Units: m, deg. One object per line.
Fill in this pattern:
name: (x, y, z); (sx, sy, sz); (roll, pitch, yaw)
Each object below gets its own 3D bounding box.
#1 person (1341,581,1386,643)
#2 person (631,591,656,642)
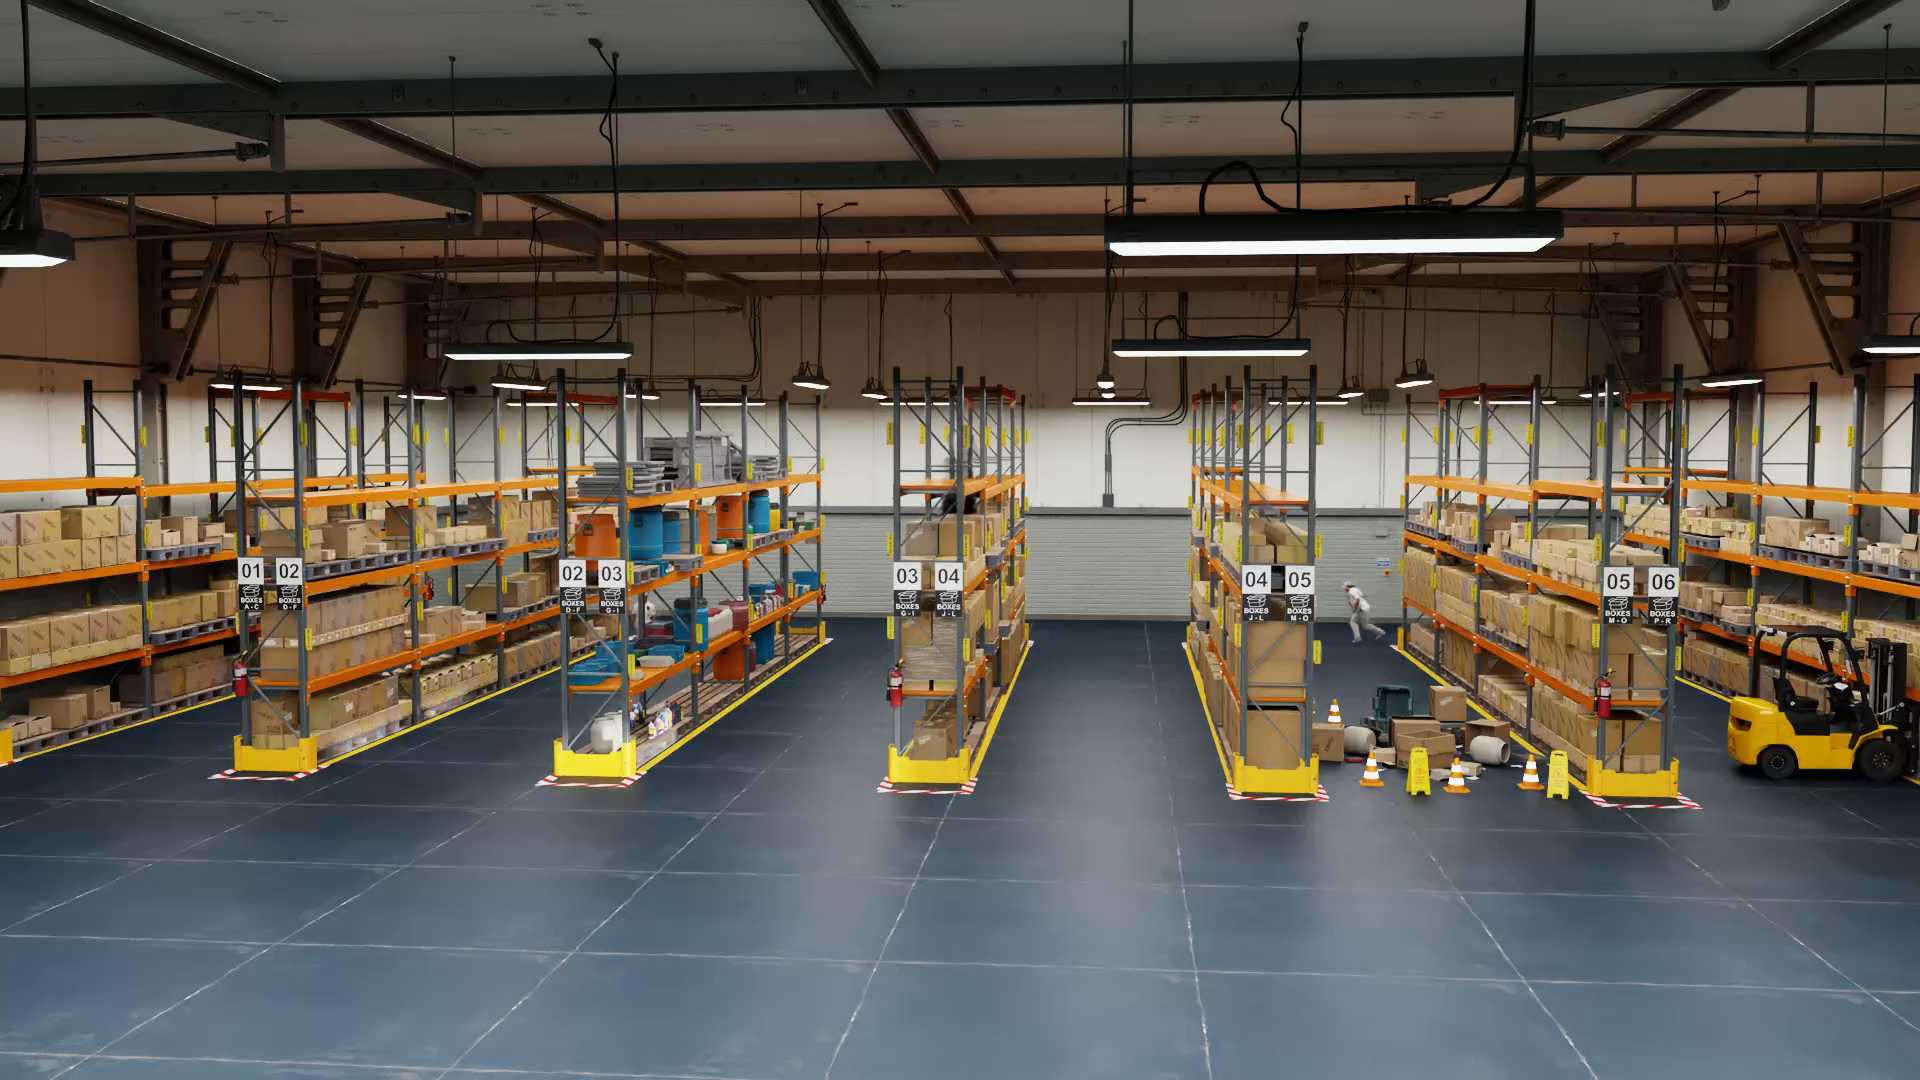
person: (9.809, 1.766, 40.447); (1.076, 1.538, 0.611); (1, 4, 16)
person: (-6.947, 1.922, 36.444); (0.558, 1.641, 0.586); (0, 4, -7)
